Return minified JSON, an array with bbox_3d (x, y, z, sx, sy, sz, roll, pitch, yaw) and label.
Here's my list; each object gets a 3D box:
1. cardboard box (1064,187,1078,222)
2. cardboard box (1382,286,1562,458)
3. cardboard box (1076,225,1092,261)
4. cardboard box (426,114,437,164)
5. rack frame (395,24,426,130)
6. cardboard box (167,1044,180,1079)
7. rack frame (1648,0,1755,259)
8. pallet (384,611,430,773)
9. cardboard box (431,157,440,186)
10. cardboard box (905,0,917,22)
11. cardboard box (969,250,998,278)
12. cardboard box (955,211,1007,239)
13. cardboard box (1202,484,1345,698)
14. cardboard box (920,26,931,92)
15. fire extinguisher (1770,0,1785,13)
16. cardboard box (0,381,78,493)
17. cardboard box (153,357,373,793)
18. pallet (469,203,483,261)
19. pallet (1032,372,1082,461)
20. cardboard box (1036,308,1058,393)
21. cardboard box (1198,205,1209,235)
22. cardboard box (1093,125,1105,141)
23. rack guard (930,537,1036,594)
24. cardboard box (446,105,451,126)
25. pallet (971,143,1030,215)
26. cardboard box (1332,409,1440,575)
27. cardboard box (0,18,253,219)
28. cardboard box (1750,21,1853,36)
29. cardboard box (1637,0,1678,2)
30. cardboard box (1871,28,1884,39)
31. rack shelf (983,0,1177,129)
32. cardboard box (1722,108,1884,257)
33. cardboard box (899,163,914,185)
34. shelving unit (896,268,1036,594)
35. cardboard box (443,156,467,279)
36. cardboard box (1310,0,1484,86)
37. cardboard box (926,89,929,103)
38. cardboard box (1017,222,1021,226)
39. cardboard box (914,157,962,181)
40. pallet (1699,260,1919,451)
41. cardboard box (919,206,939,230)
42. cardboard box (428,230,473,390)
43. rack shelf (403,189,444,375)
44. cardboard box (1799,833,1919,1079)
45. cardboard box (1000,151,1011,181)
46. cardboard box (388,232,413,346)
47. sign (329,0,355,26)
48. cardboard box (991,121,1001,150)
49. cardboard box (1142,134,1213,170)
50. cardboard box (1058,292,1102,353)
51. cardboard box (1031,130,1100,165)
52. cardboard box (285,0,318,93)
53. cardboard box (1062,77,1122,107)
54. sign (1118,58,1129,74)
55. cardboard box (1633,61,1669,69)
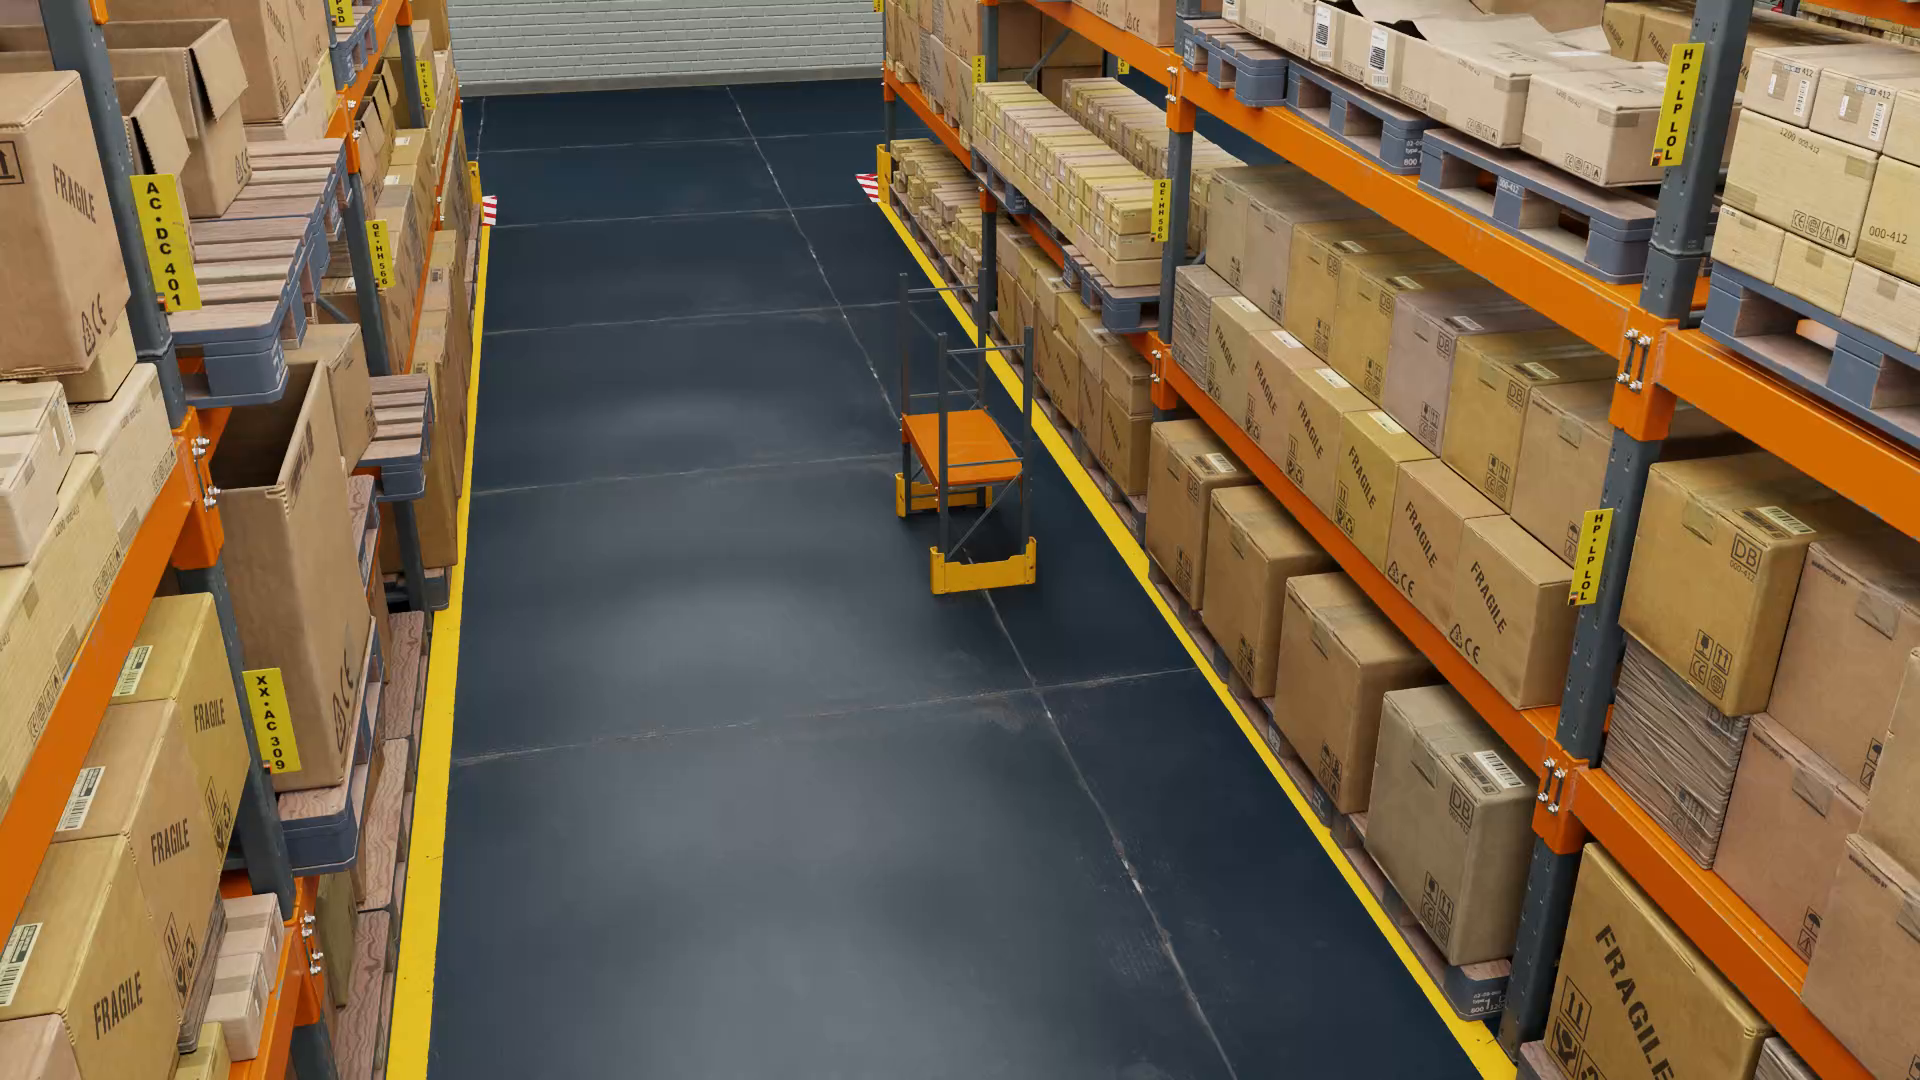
[{"bbox_3d":[0.833,-2.000,9.867,0.380,0.149,0.250,-6,27,-11],"label":"cardboard box"},{"bbox_3d":[2.120,-0.679,6.546,0.700,0.500,0.500,-6,27,-11],"label":"cardboard box"},{"bbox_3d":[0.896,-1.747,9.694,0.380,0.149,0.250,-5,27,-11],"label":"cardboard box"},{"bbox_3d":[-4.040,-2.875,11.953,0.500,0.250,0.500,-6,27,-13],"label":"cardboard box"},{"bbox_3d":[-4.189,-2.576,11.525,1.000,3.000,0.127,-6,27,-12],"label":"rack frame"},{"bbox_3d":[-2.267,1.185,3.631,0.875,0.500,0.500,-6,27,-12],"label":"cardboard box"},{"bbox_3d":[2.469,-2.201,4.125,1.000,3.000,0.127,-6,27,-12],"label":"rack frame"},{"bbox_3d":[-3.113,0.768,7.994,1.003,0.211,1.213,-6,27,-12],"label":"pallet"},{"bbox_3d":[-3.932,-2.627,11.906,0.380,0.149,0.250,-6,27,-11],"label":"cardboard box"},{"bbox_3d":[-0.178,-4.740,14.260,0.500,0.500,0.500,-7,28,-13],"label":"cardboard box"},{"bbox_3d":[0.285,-2.189,13.125,0.380,0.149,0.250,-5,27,-11],"label":"cardboard box"},{"bbox_3d":[0.173,-2.562,13.535,0.380,0.149,0.250,-6,27,-12],"label":"cardboard box"},{"bbox_3d":[1.817,0.197,8.060,1.050,0.750,0.750,-6,27,-11],"label":"cardboard box"},{"bbox_3d":[-0.039,-4.072,14.047,0.500,0.500,0.500,-7,28,-13],"label":"cardboard box"},{"bbox_3d":[8.916,-5.661,18.136,0.296,0.674,0.183,-6,27,-12],"label":"fire extinguisher"},{"bbox_3d":[-1.920,-0.173,3.159,0.380,0.149,0.250,-7,28,-14],"label":"cardboard box"},{"bbox_3d":[-2.429,0.118,5.056,1.000,1.000,1.000,-6,27,-11],"label":"cardboard box"},{"bbox_3d":[-4.834,-2.744,14.952,1.003,0.211,1.213,-6,27,-12],"label":"pallet"},{"bbox_3d":[1.121,-0.912,11.323,1.003,0.211,1.213,-6,27,-12],"label":"pallet"},{"bbox_3d":[0.826,-1.295,11.295,0.500,0.500,0.500,-5,27,-11],"label":"cardboard box"},{"bbox_3d":[1.591,-1.839,9.547,0.380,0.149,0.250,-5,27,-9],"label":"cardboard box"},{"bbox_3d":[1.128,-2.744,11.341,0.380,0.149,0.250,-7,28,-13],"label":"cardboard box"},{"bbox_3d":[0.129,0.141,9.194,0.587,0.250,0.087,-6,27,-12],"label":"rack guard"},{"bbox_3d":[-4.345,-3.426,13.487,0.380,0.149,0.250,-5,27,-11],"label":"cardboard box"},{"bbox_3d":[0.696,-2.599,11.784,1.003,0.211,1.213,-6,27,-12],"label":"pallet"},{"bbox_3d":[1.863,-0.214,6.733,0.500,0.500,0.500,-6,27,-11],"label":"cardboard box"},{"bbox_3d":[-2.609,-1.267,5.021,0.797,0.503,0.637,-5,27,-9],"label":"cardboard box"},{"bbox_3d":[6.030,-3.452,12.039,0.500,0.500,0.500,-5,27,-10],"label":"cardboard box"},{"bbox_3d":[5.594,-4.307,13.734,0.500,0.500,0.500,-6,27,-11],"label":"cardboard box"},{"bbox_3d":[9.464,-5.108,16.819,0.380,0.149,0.250,-6,27,-11],"label":"cardboard box"},{"bbox_3d":[1.117,-3.175,10.181,1.077,0.370,4.000,-6,27,-12],"label":"rack shelf"},{"bbox_3d":[2.306,-0.917,4.169,0.500,0.250,0.500,-6,27,-11],"label":"cardboard box"},{"bbox_3d":[-0.361,-3.457,15.638,0.380,0.149,0.250,-6,27,-12],"label":"cardboard box"},{"bbox_3d":[0.017,-0.636,9.346,0.587,1.500,1.083,-6,27,-12],"label":"shelving unit"},{"bbox_3d":[-4.463,-2.508,13.282,0.875,0.875,0.875,-6,27,-12],"label":"cardboard box"},{"bbox_3d":[1.745,-2.025,6.626,0.500,0.311,0.500,-6,27,-13],"label":"cardboard box"},{"bbox_3d":[-0.081,-3.824,14.276,0.380,0.149,0.250,-5,27,-10],"label":"cardboard box"},{"bbox_3d":[0.681,-2.621,13.651,0.380,0.149,0.250,-6,27,-12],"label":"cardboard box"},{"bbox_3d":[-0.201,-3.374,15.144,0.380,0.149,0.250,-7,28,-14],"label":"cardboard box"},{"bbox_3d":[2.643,-0.463,4.107,1.003,0.211,1.213,-6,27,-12],"label":"pallet"},{"bbox_3d":[-0.155,-2.885,14.834,0.380,0.149,0.250,-7,28,-14],"label":"cardboard box"},{"bbox_3d":[-4.026,-1.536,11.356,1.225,0.875,0.875,-6,27,-11],"label":"cardboard box"},{"bbox_3d":[-3.739,-1.377,9.947,1.077,0.370,4.000,-6,27,-12],"label":"rack shelf"},{"bbox_3d":[2.717,1.059,4.157,0.875,0.550,0.550,-6,27,-12],"label":"cardboard box"},{"bbox_3d":[0.483,-2.549,11.285,0.380,0.149,0.250,-6,27,-11],"label":"cardboard box"},{"bbox_3d":[-3.251,-1.332,8.949,0.500,0.500,0.500,-7,28,-13],"label":"cardboard box"},{"bbox_3d":[-2.759,-2.444,7.361,0.100,0.325,0.005,-6,27,-12],"label":"sign"},{"bbox_3d":[0.425,-2.797,11.445,0.380,0.149,0.250,-5,27,-10],"label":"cardboard box"},{"bbox_3d":[1.354,-2.420,10.367,0.380,0.149,0.250,-5,27,-10],"label":"cardboard box"},{"bbox_3d":[0.934,-1.405,10.680,0.500,0.250,0.500,-5,27,-10],"label":"cardboard box"},{"bbox_3d":[0.663,-2.471,10.469,0.380,0.149,0.250,-5,27,-10],"label":"cardboard box"},{"bbox_3d":[-2.810,-2.019,6.426,0.500,0.500,0.500,-6,27,-12],"label":"cardboard box"},{"bbox_3d":[0.947,-3.220,11.953,0.380,0.149,0.250,-5,27,-9],"label":"cardboard box"},{"bbox_3d":[1.206,-3.610,12.289,0.100,0.325,0.005,-6,27,-12],"label":"sign"},{"bbox_3d":[2.406,-1.624,6.011,0.380,0.149,0.250,-6,27,-12],"label":"cardboard box"}]
